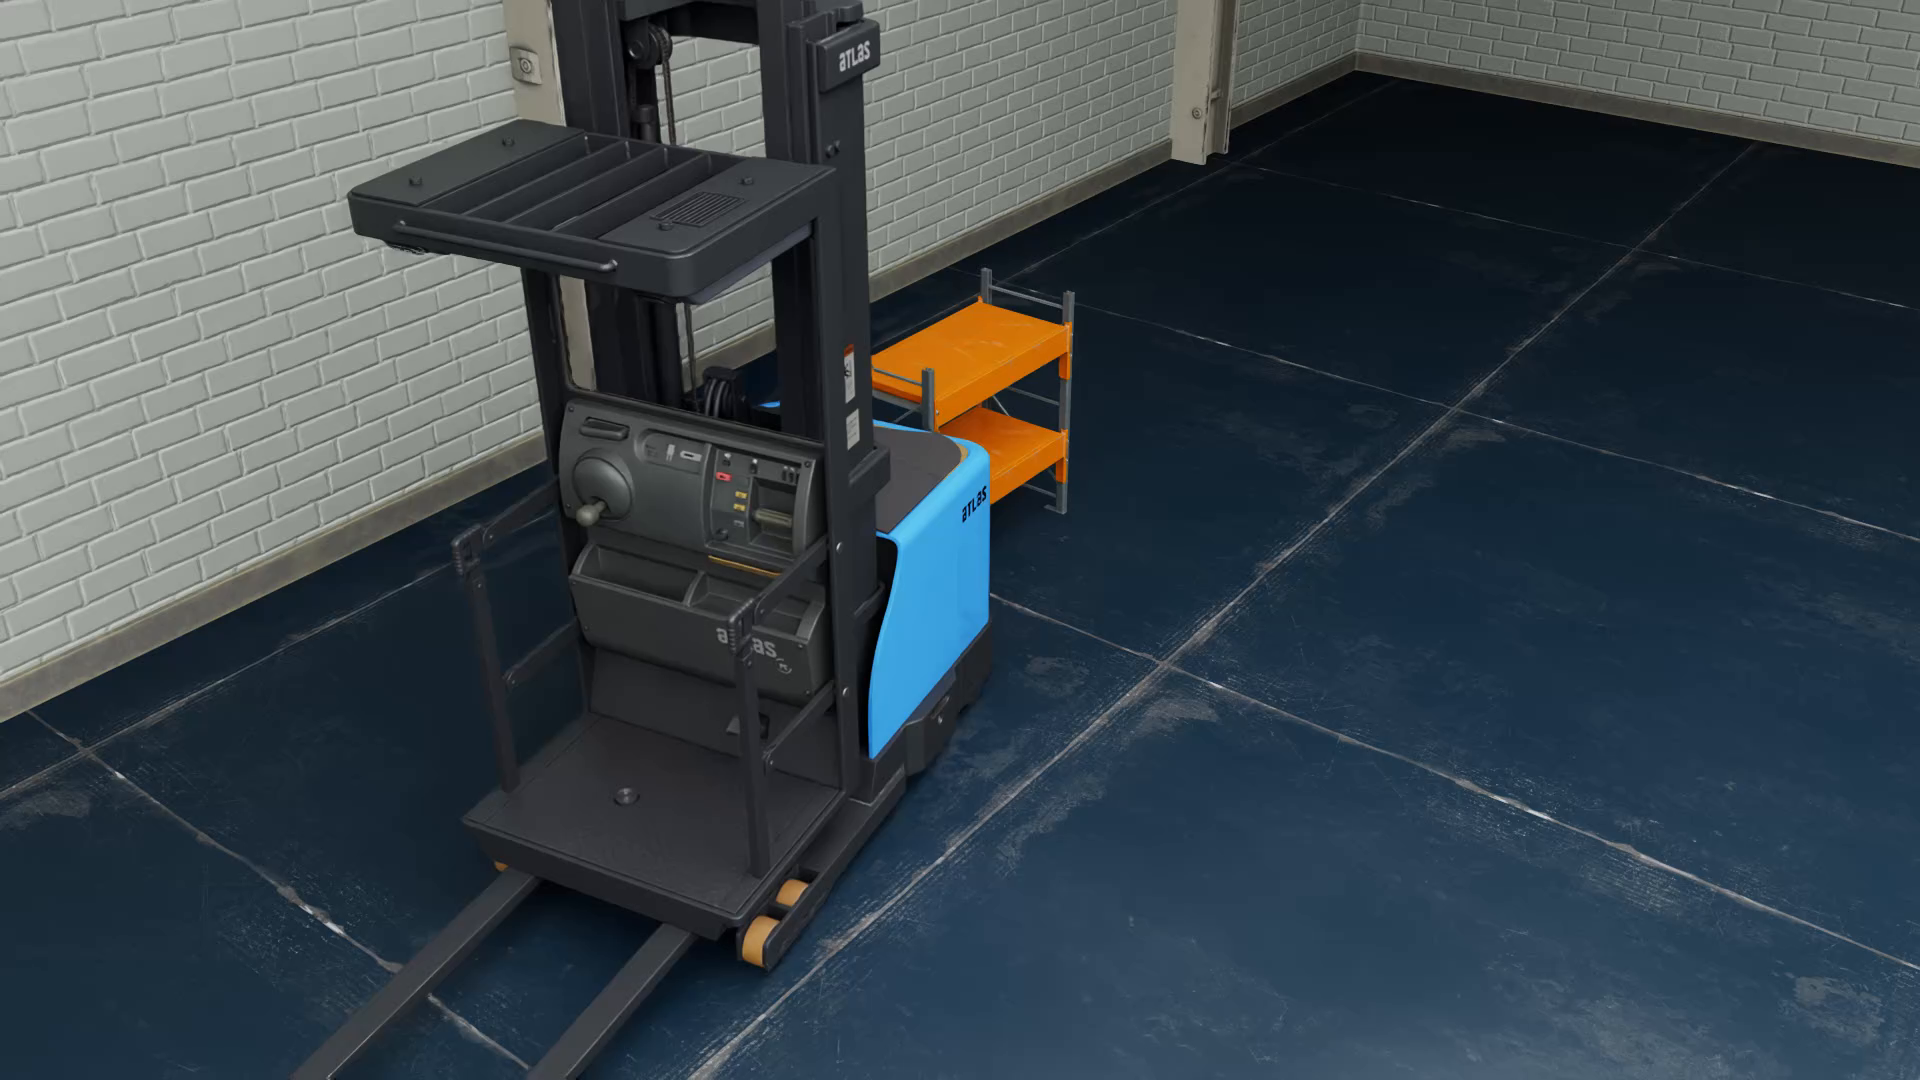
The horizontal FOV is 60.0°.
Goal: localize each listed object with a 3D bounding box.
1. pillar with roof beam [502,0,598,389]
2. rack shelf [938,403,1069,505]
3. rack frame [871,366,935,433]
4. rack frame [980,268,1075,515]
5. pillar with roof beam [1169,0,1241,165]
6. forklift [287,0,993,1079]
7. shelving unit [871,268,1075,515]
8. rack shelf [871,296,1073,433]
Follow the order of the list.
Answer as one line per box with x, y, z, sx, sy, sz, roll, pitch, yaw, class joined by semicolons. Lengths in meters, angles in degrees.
1.630;-3.054;4.076;9.100;9.000;0.400;21;37;31;pillar with roof beam
-0.004;-0.271;7.583;0.538;0.278;1.000;21;37;31;rack shelf
-0.311;-0.275;7.110;0.500;1.125;0.032;21;37;31;rack frame
0.303;-0.688;7.807;0.500;1.125;0.032;21;37;31;rack frame
5.252;-5.493;8.191;9.100;9.000;0.400;21;37;31;pillar with roof beam
-0.961;-0.127;5.090;1.130;2.935;3.031;14;33;22;forklift
-0.004;-0.481;7.459;0.538;1.125;1.048;21;37;31;shelving unit
-0.004;-0.733;7.309;0.538;0.278;1.000;21;37;31;rack shelf
